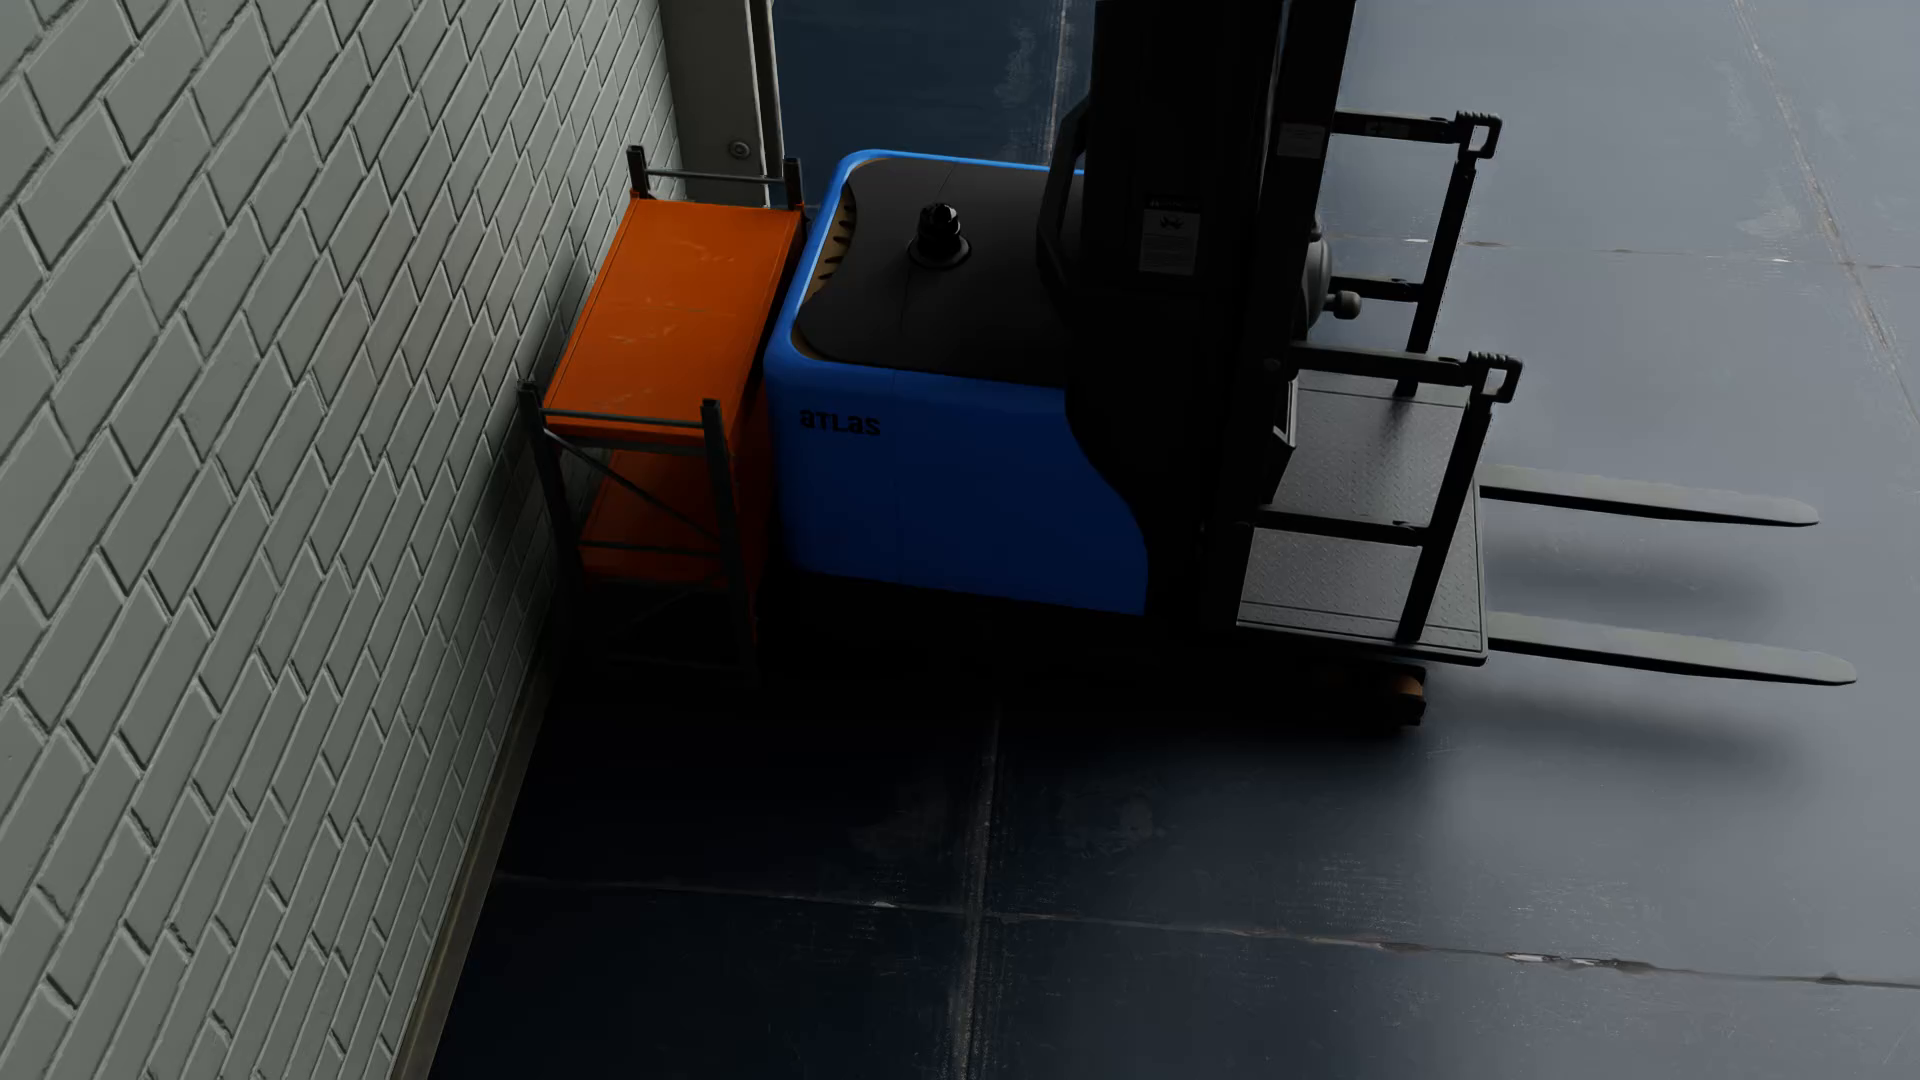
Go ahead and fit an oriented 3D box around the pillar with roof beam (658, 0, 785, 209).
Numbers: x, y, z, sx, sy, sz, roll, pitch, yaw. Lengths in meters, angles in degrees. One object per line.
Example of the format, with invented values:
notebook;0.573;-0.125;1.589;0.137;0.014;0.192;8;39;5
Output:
pillar with roof beam;3.431;-4.056;2.861;9.100;9.000;0.400;4;48;4

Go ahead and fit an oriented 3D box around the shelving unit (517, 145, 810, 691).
shelving unit;-0.768;-0.345;4.804;0.538;1.125;1.048;5;48;5

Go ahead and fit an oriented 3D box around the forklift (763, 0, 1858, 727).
forklift;1.044;-0.881;4.069;3.031;2.935;1.130;7;48;7

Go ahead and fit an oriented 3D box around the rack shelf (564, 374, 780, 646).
rack shelf;-0.768;-0.180;4.984;0.538;0.278;1.000;5;48;5

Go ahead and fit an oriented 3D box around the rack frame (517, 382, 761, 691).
rack frame;-0.833;0.027;4.463;0.500;1.125;0.032;5;48;5

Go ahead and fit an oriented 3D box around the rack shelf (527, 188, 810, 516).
rack shelf;-0.768;-0.543;4.588;0.538;0.278;1.000;5;48;5

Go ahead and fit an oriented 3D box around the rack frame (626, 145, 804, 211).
rack frame;-0.702;-0.717;5.144;0.500;1.125;0.032;5;48;5
